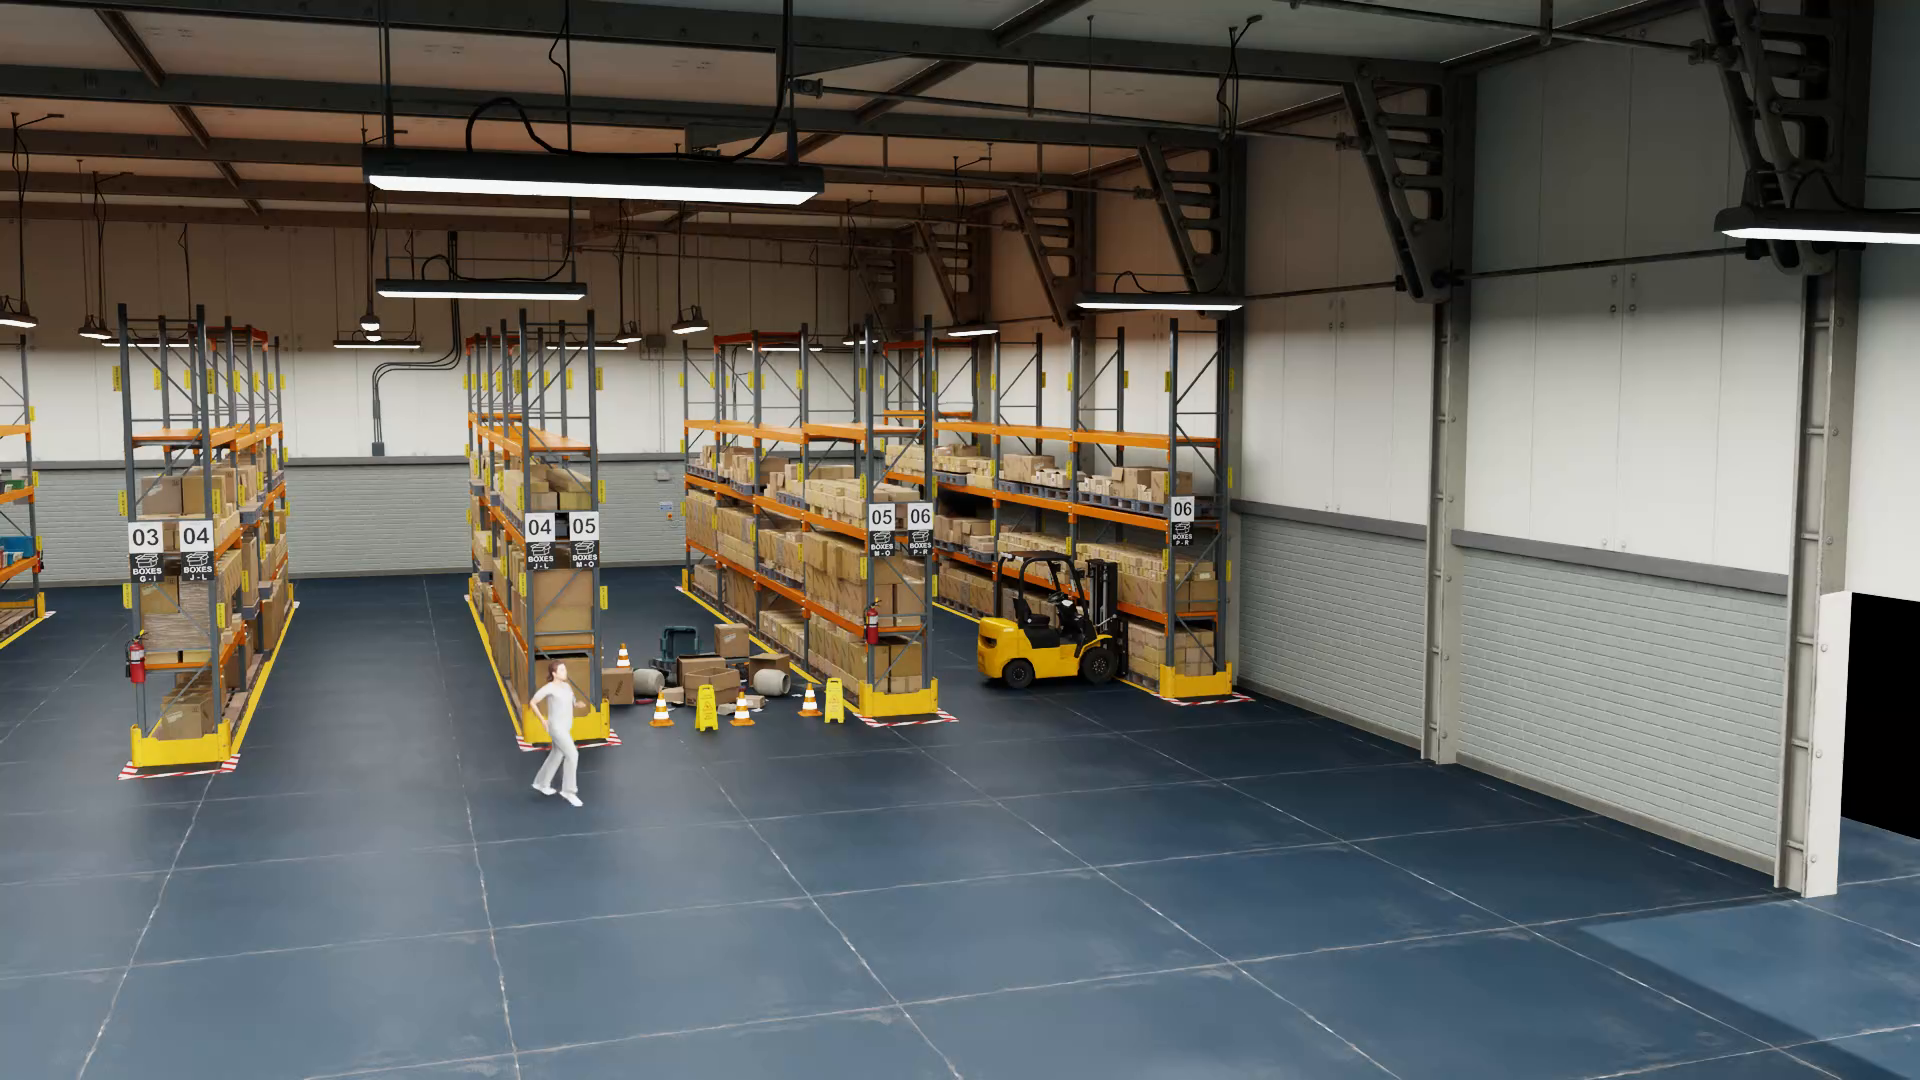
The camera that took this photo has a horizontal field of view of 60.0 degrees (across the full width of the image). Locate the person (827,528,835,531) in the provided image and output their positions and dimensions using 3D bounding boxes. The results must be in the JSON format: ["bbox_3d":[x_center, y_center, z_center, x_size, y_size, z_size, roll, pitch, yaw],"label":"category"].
[{"bbox_3d":[-2.781,0.529,35.029,0.707,1.757,0.533,-2,6,-19],"label":"person"}]

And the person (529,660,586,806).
[{"bbox_3d":[-4.798,2.290,19.828,0.765,1.726,0.535,2,6,16],"label":"person"}]
